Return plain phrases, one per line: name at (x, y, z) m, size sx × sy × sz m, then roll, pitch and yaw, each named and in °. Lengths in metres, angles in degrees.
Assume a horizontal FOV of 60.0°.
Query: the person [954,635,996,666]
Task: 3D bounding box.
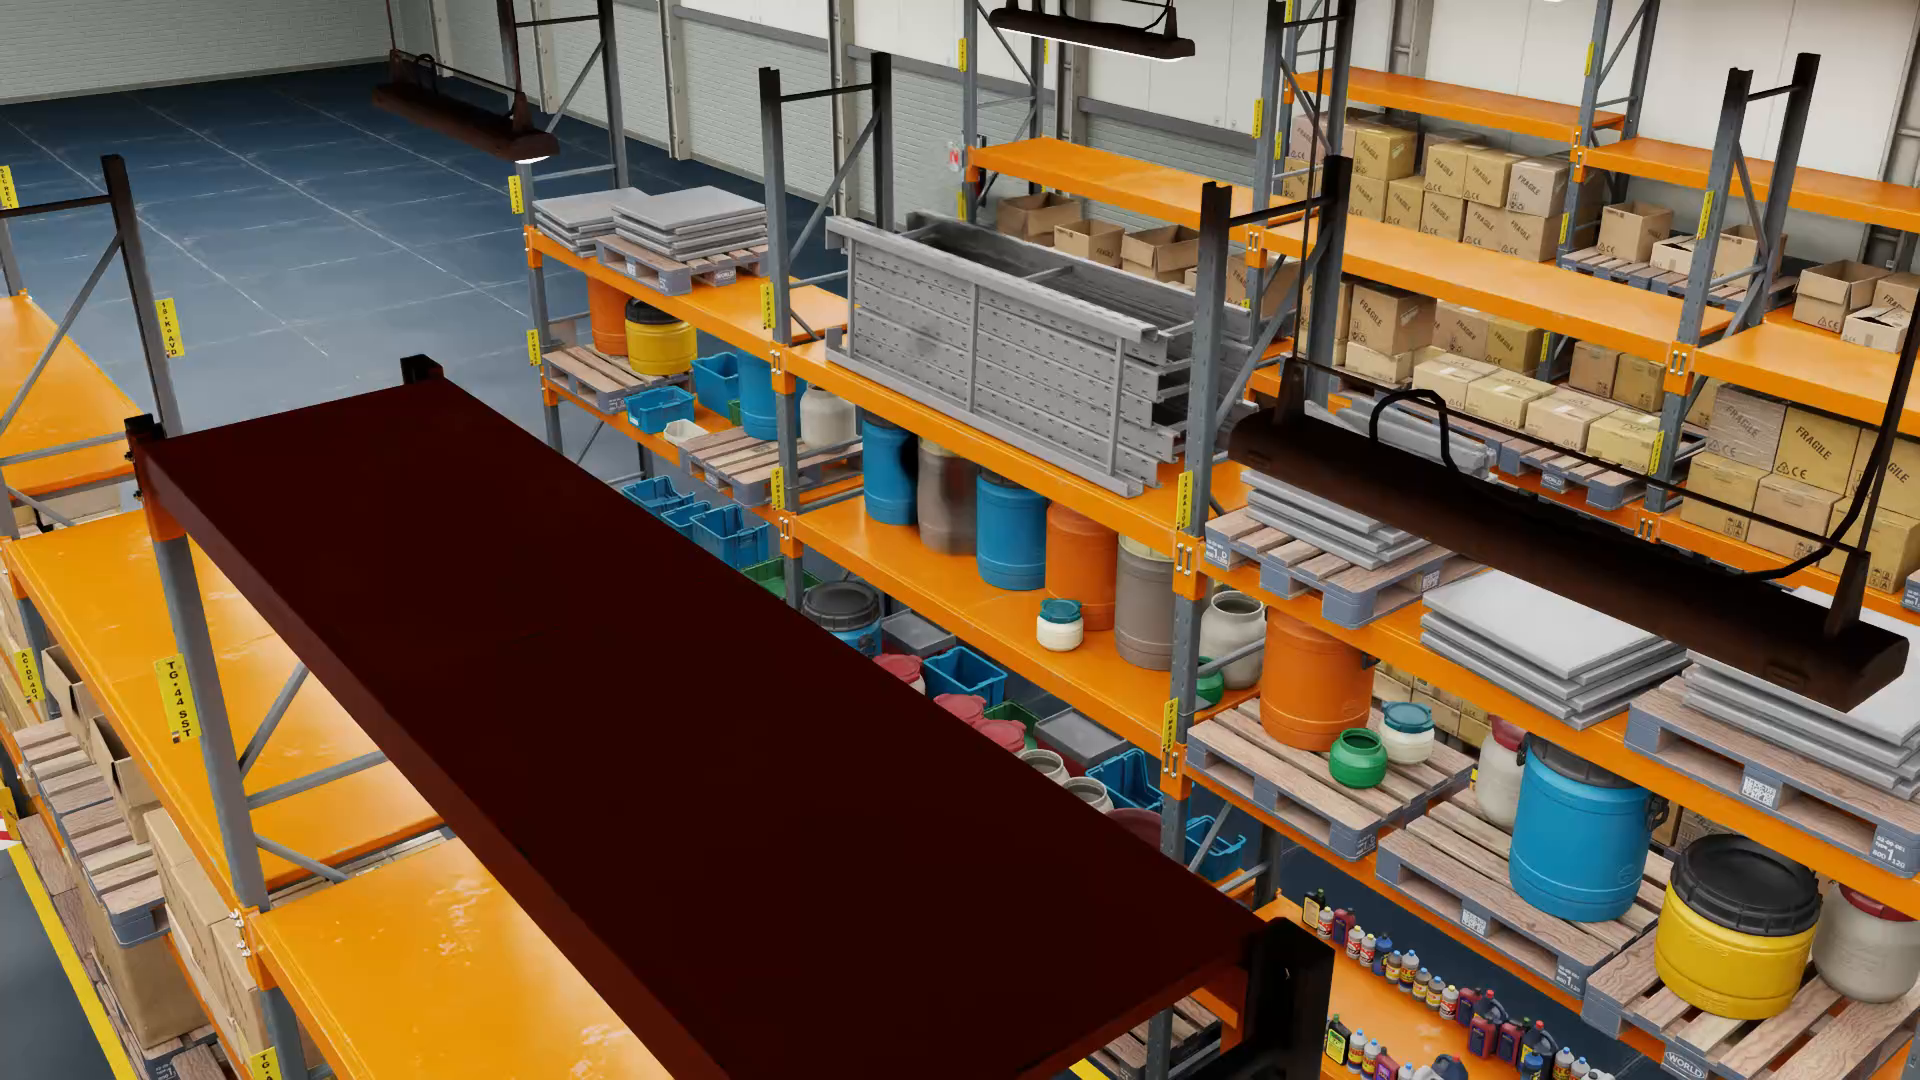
person at (0.101, 0.799, 14.658) m, size 0.692 × 1.675 × 0.905 m, roll -4°, pitch 26°, yaw -7°
